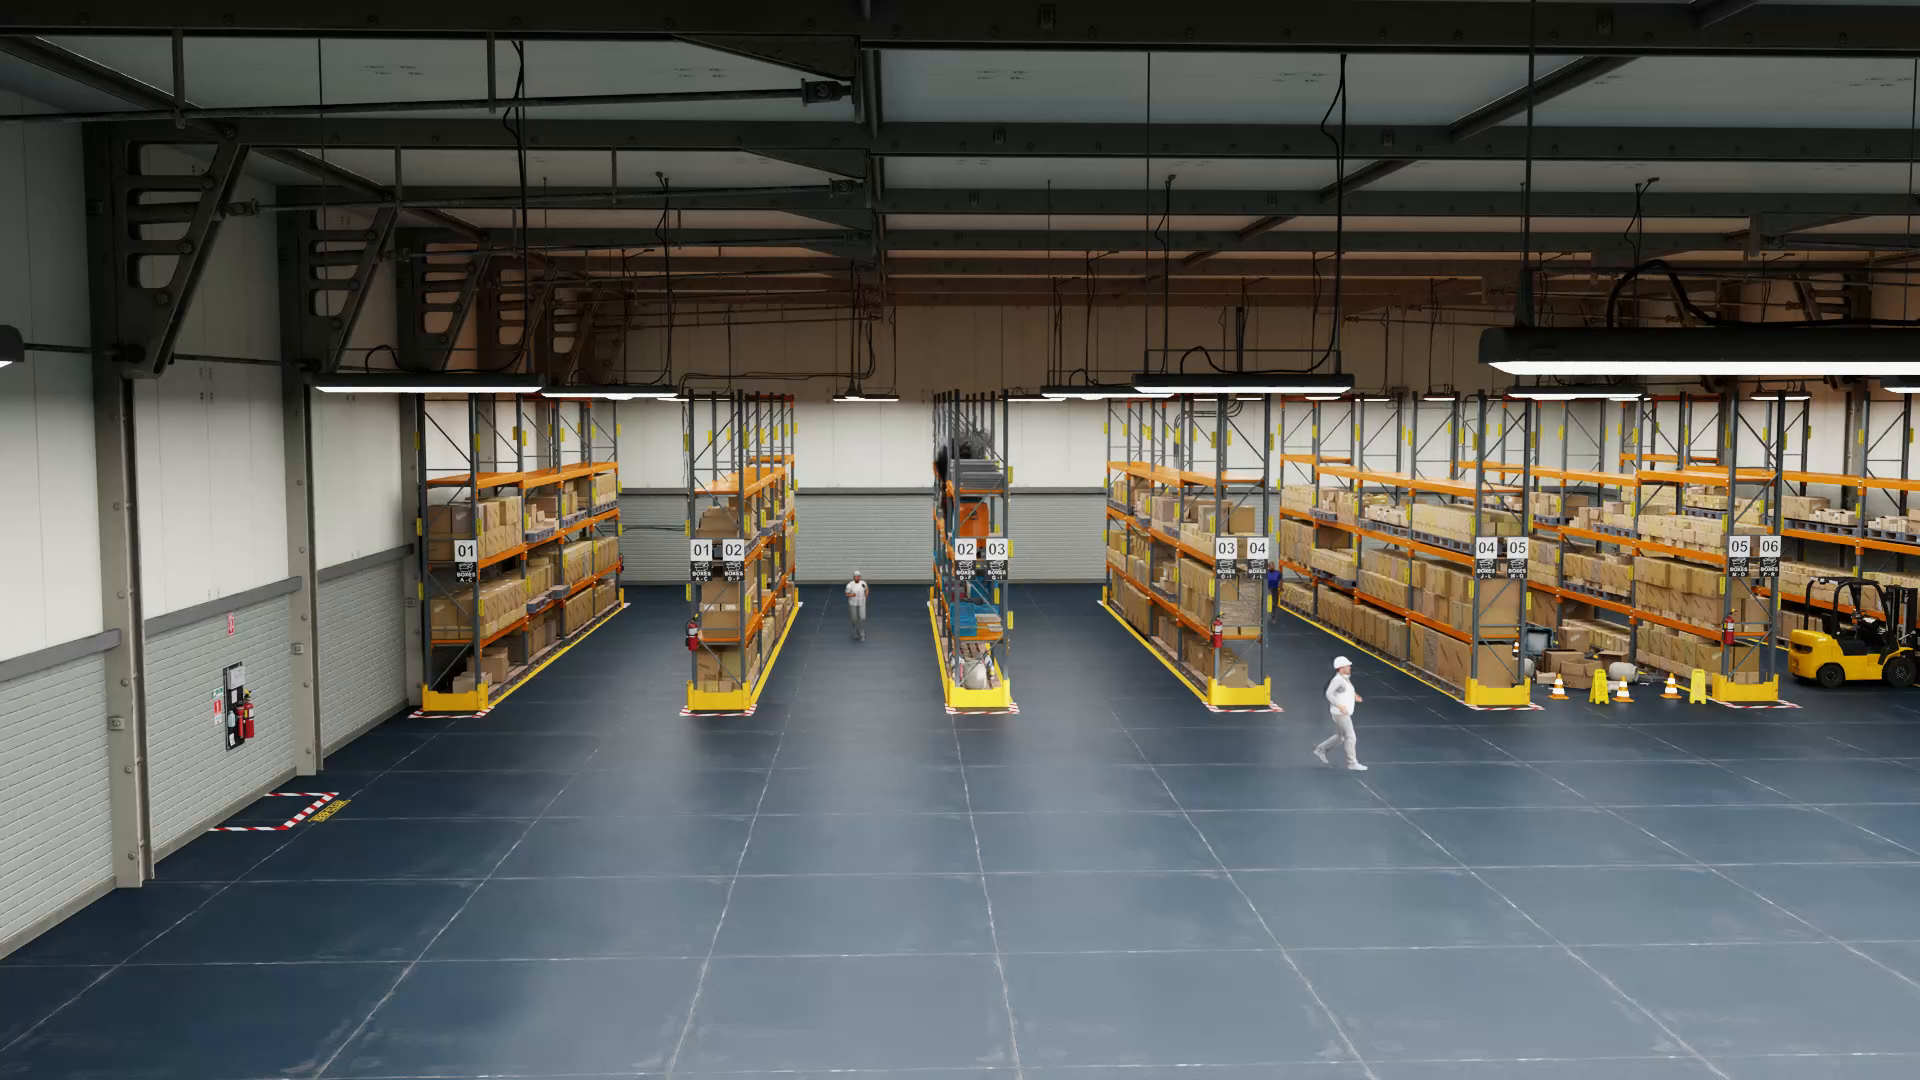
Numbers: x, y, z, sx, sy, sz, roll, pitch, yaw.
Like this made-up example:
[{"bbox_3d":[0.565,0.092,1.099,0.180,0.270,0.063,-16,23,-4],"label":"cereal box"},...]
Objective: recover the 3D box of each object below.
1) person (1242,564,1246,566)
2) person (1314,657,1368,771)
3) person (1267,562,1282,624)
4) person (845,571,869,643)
[{"bbox_3d":[7.901,1.012,47.110,0.713,1.776,0.935,1,5,16],"label":"person"},{"bbox_3d":[5.982,2.703,26.038,0.822,1.759,0.671,2,5,19],"label":"person"},{"bbox_3d":[8.173,1.383,43.724,0.586,1.639,0.797,-1,5,-6],"label":"person"},{"bbox_3d":[-2.495,1.609,40.331,0.593,1.722,0.816,-1,5,-8],"label":"person"}]
